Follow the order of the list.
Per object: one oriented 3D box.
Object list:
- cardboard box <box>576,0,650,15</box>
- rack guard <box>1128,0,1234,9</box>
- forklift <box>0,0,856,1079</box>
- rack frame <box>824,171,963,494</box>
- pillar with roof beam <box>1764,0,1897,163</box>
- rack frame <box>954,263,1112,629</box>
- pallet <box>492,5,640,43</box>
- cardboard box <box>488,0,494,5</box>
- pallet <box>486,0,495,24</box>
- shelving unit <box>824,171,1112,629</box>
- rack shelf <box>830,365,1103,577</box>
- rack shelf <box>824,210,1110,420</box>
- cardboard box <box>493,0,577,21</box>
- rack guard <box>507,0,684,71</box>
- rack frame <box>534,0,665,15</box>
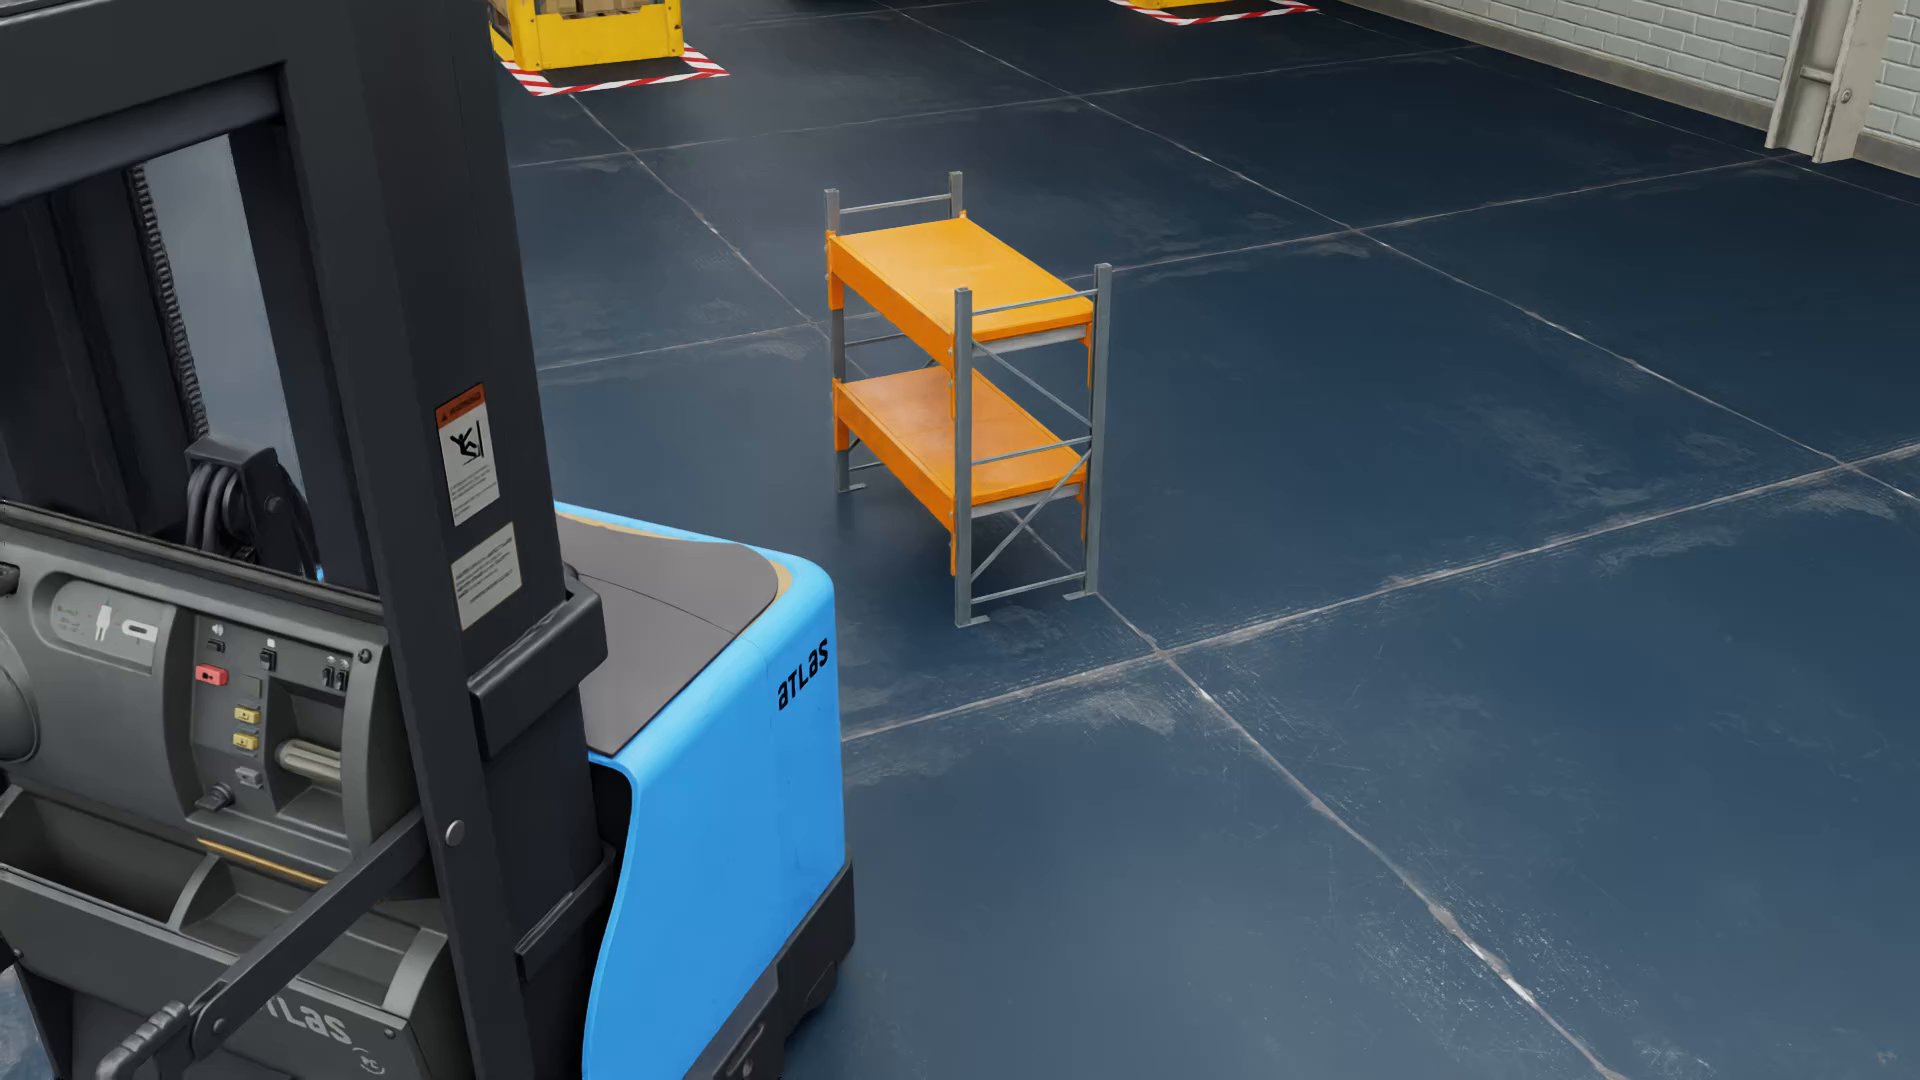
[{"bbox_3d":[-2.634,-4.119,12.411,0.500,0.250,0.500,-13,32,-22],"label":"cardboard box"},{"bbox_3d":[1.954,-4.664,13.556,1.175,0.500,0.348,-13,32,-22],"label":"rack guard"},{"bbox_3d":[-1.303,0.269,2.273,1.130,2.935,3.031,12,31,21],"label":"forklift"},{"bbox_3d":[-0.221,-0.718,5.881,0.500,1.125,0.032,-13,32,-22],"label":"rack frame"},{"bbox_3d":[1.147,-5.324,6.044,9.100,9.000,0.400,-13,32,-22],"label":"pillar with roof beam"},{"bbox_3d":[0.215,-0.269,5.080,0.500,1.125,0.032,-13,32,-22],"label":"rack frame"},{"bbox_3d":[-2.887,-3.904,12.497,1.003,0.211,1.213,-13,32,-22],"label":"pallet"},{"bbox_3d":[-3.343,-4.236,12.619,0.500,0.250,0.500,-13,32,-22],"label":"cardboard box"},{"bbox_3d":[-3.407,-4.443,13.457,1.003,0.211,1.213,-13,32,-22],"label":"pallet"},{"bbox_3d":[-0.003,-0.494,5.480,0.538,1.125,1.048,-13,32,-22],"label":"shelving unit"},{"bbox_3d":[-0.003,-0.280,5.600,0.538,0.278,1.000,-13,32,-22],"label":"rack shelf"},{"bbox_3d":[-0.003,-0.749,5.337,0.538,0.278,1.000,-13,32,-22],"label":"rack shelf"},{"bbox_3d":[-3.138,-4.016,12.227,0.500,0.250,0.500,-13,32,-22],"label":"cardboard box"},{"bbox_3d":[-2.570,-3.664,11.773,1.175,0.500,0.348,-13,32,-22],"label":"rack guard"},{"bbox_3d":[-2.537,-4.721,11.102,1.000,3.000,0.127,-13,32,-22],"label":"rack frame"}]
